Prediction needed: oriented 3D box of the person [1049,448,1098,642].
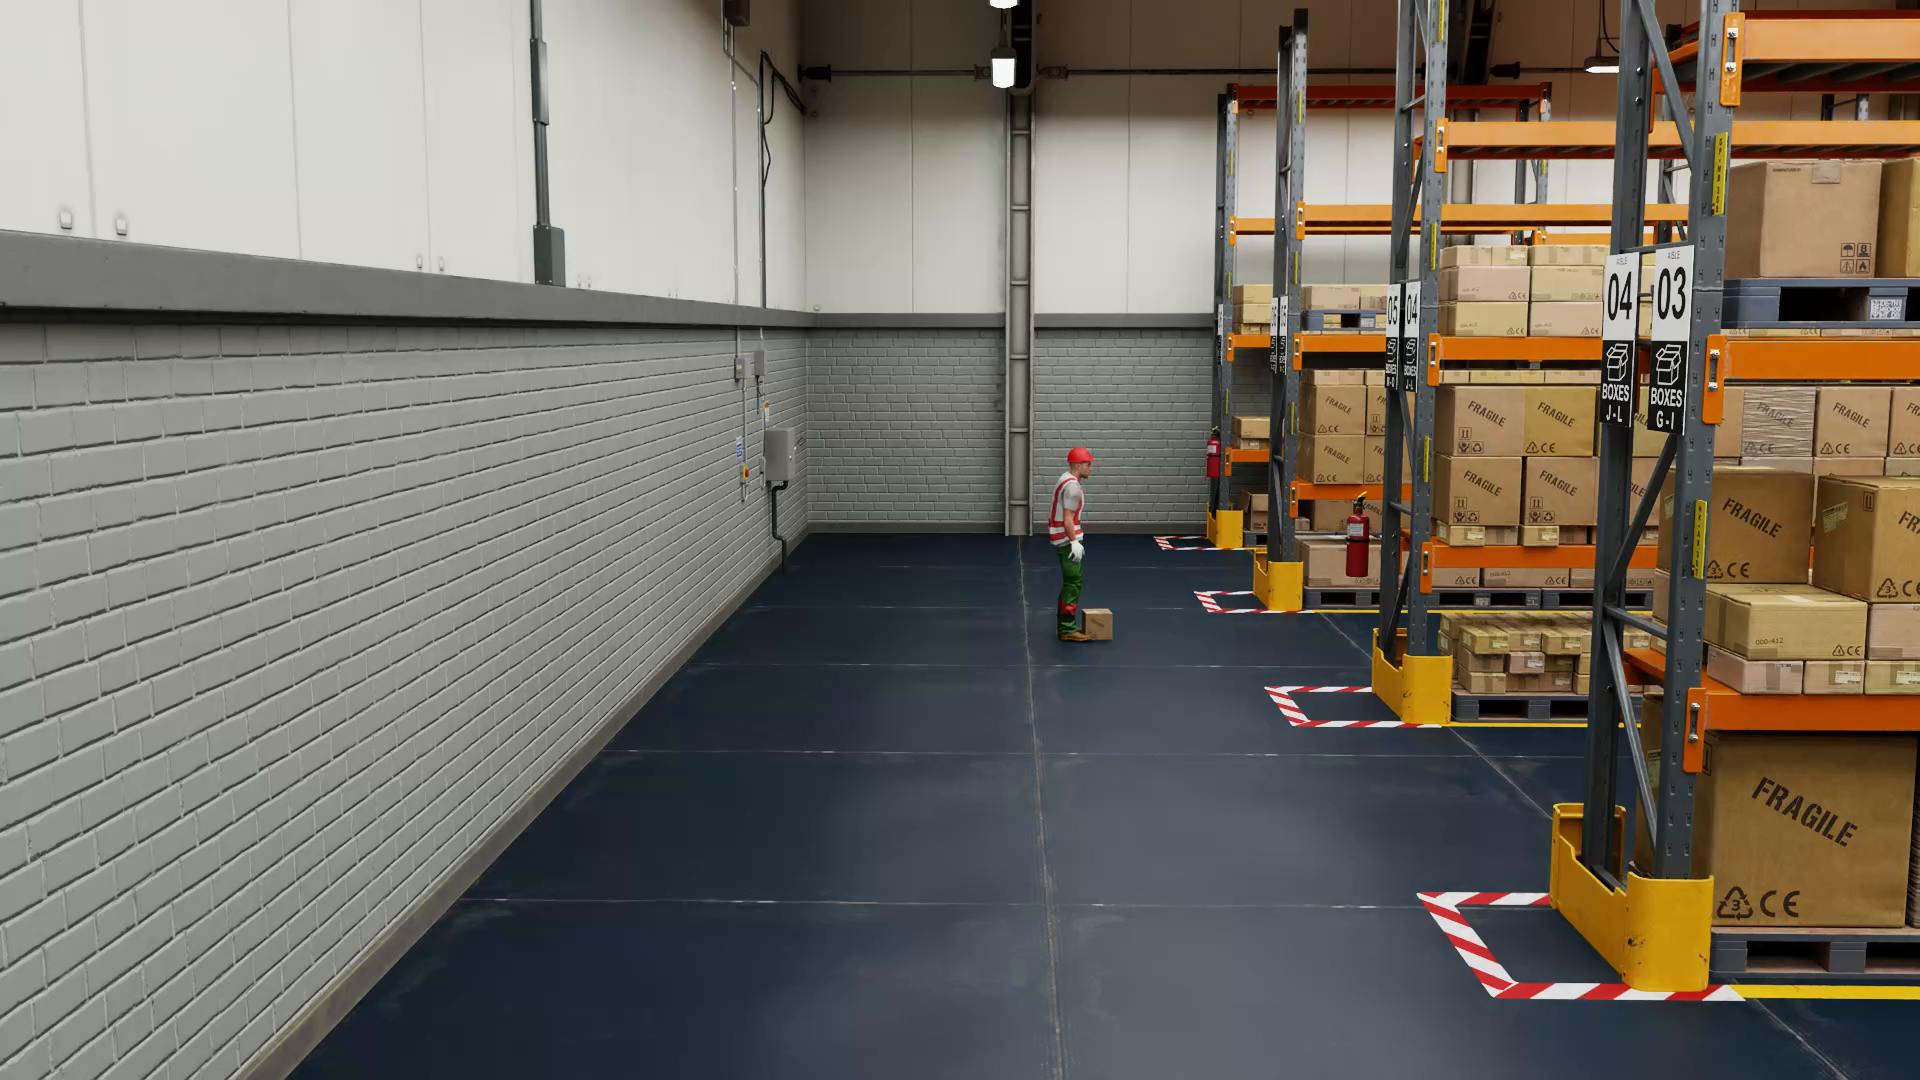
[{"bbox_3d":[1.049,0.030,15.464,0.448,1.779,0.610,0,7,2],"label":"person"}]
